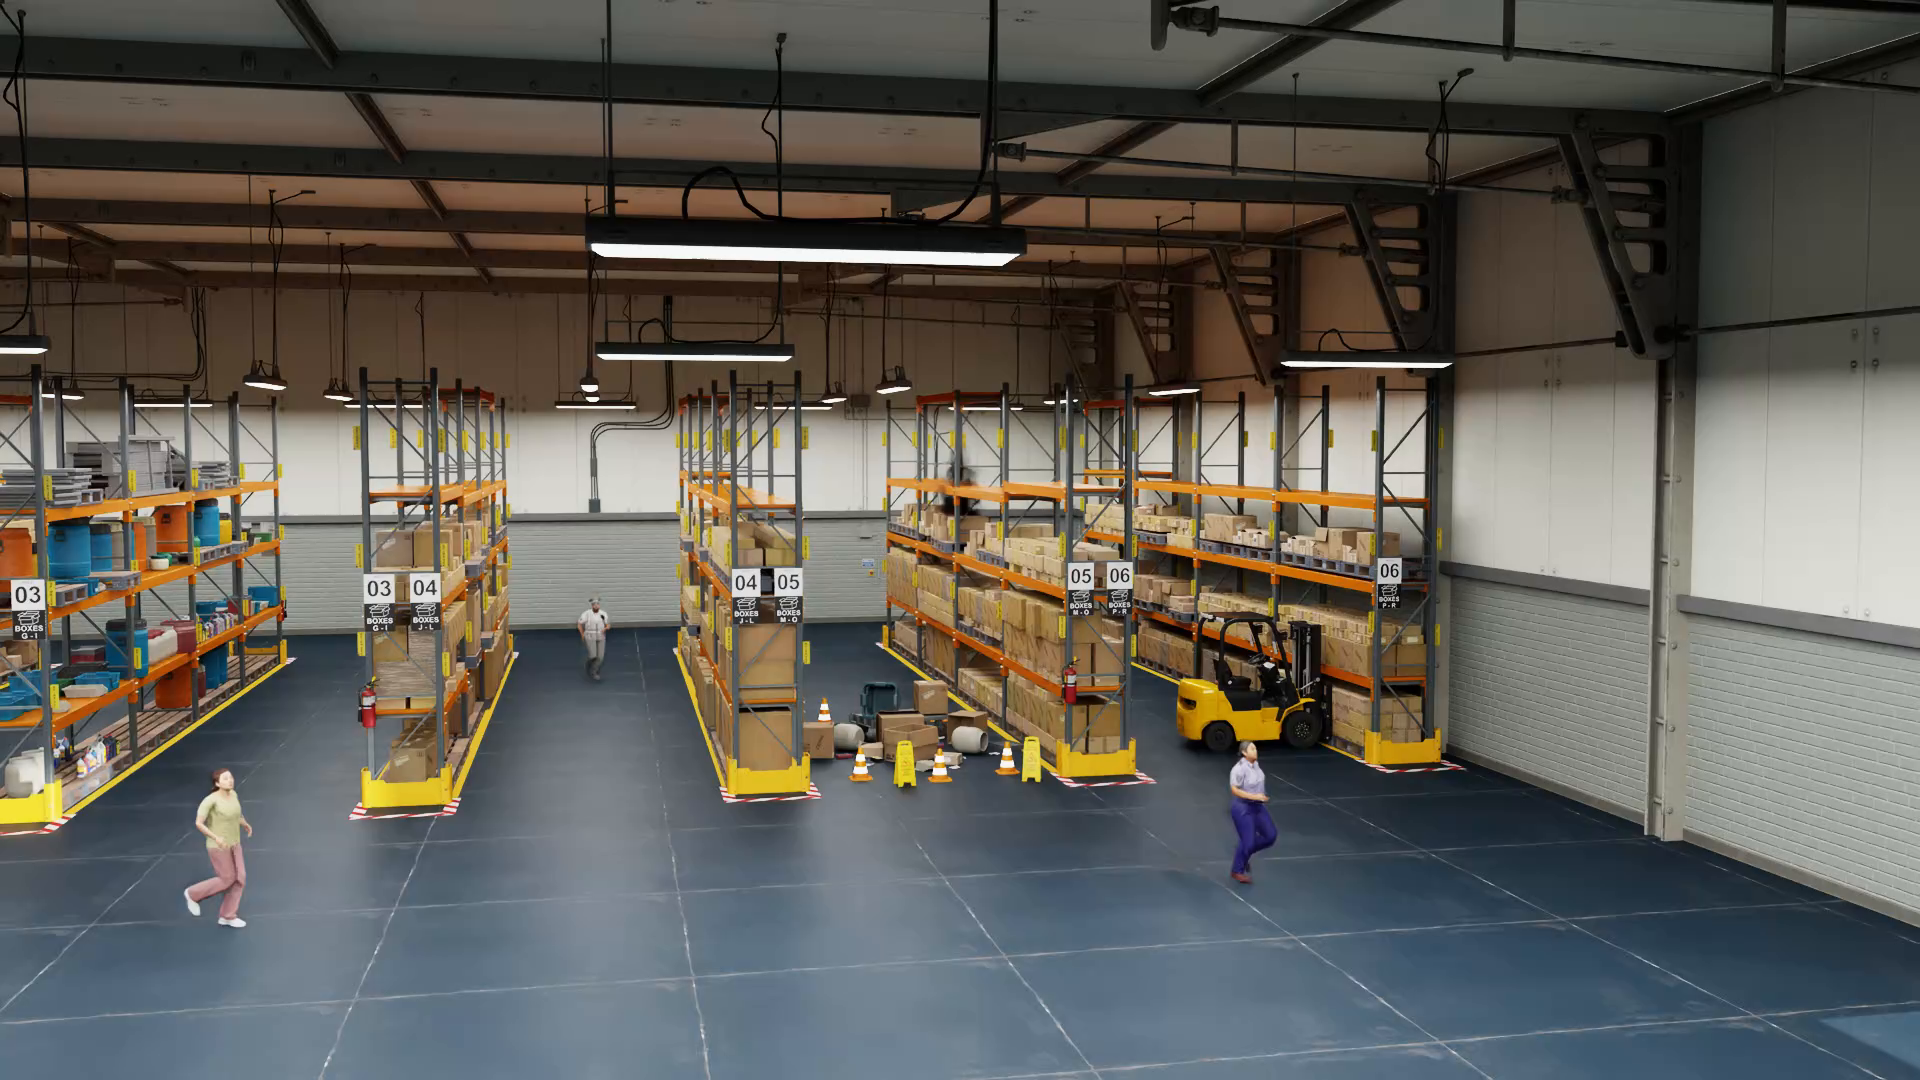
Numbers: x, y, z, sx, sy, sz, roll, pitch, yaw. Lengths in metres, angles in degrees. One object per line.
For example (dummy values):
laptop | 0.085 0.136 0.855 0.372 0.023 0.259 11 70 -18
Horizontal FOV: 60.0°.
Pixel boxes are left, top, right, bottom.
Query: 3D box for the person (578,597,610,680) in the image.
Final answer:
person | -7.628 2.060 34.820 0.658 1.739 0.590 -2 4 -26

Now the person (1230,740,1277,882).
person | 3.316 3.078 18.852 0.522 1.605 0.657 3 4 40

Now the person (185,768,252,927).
person | -7.670 3.169 17.237 0.634 1.645 0.580 1 4 18
